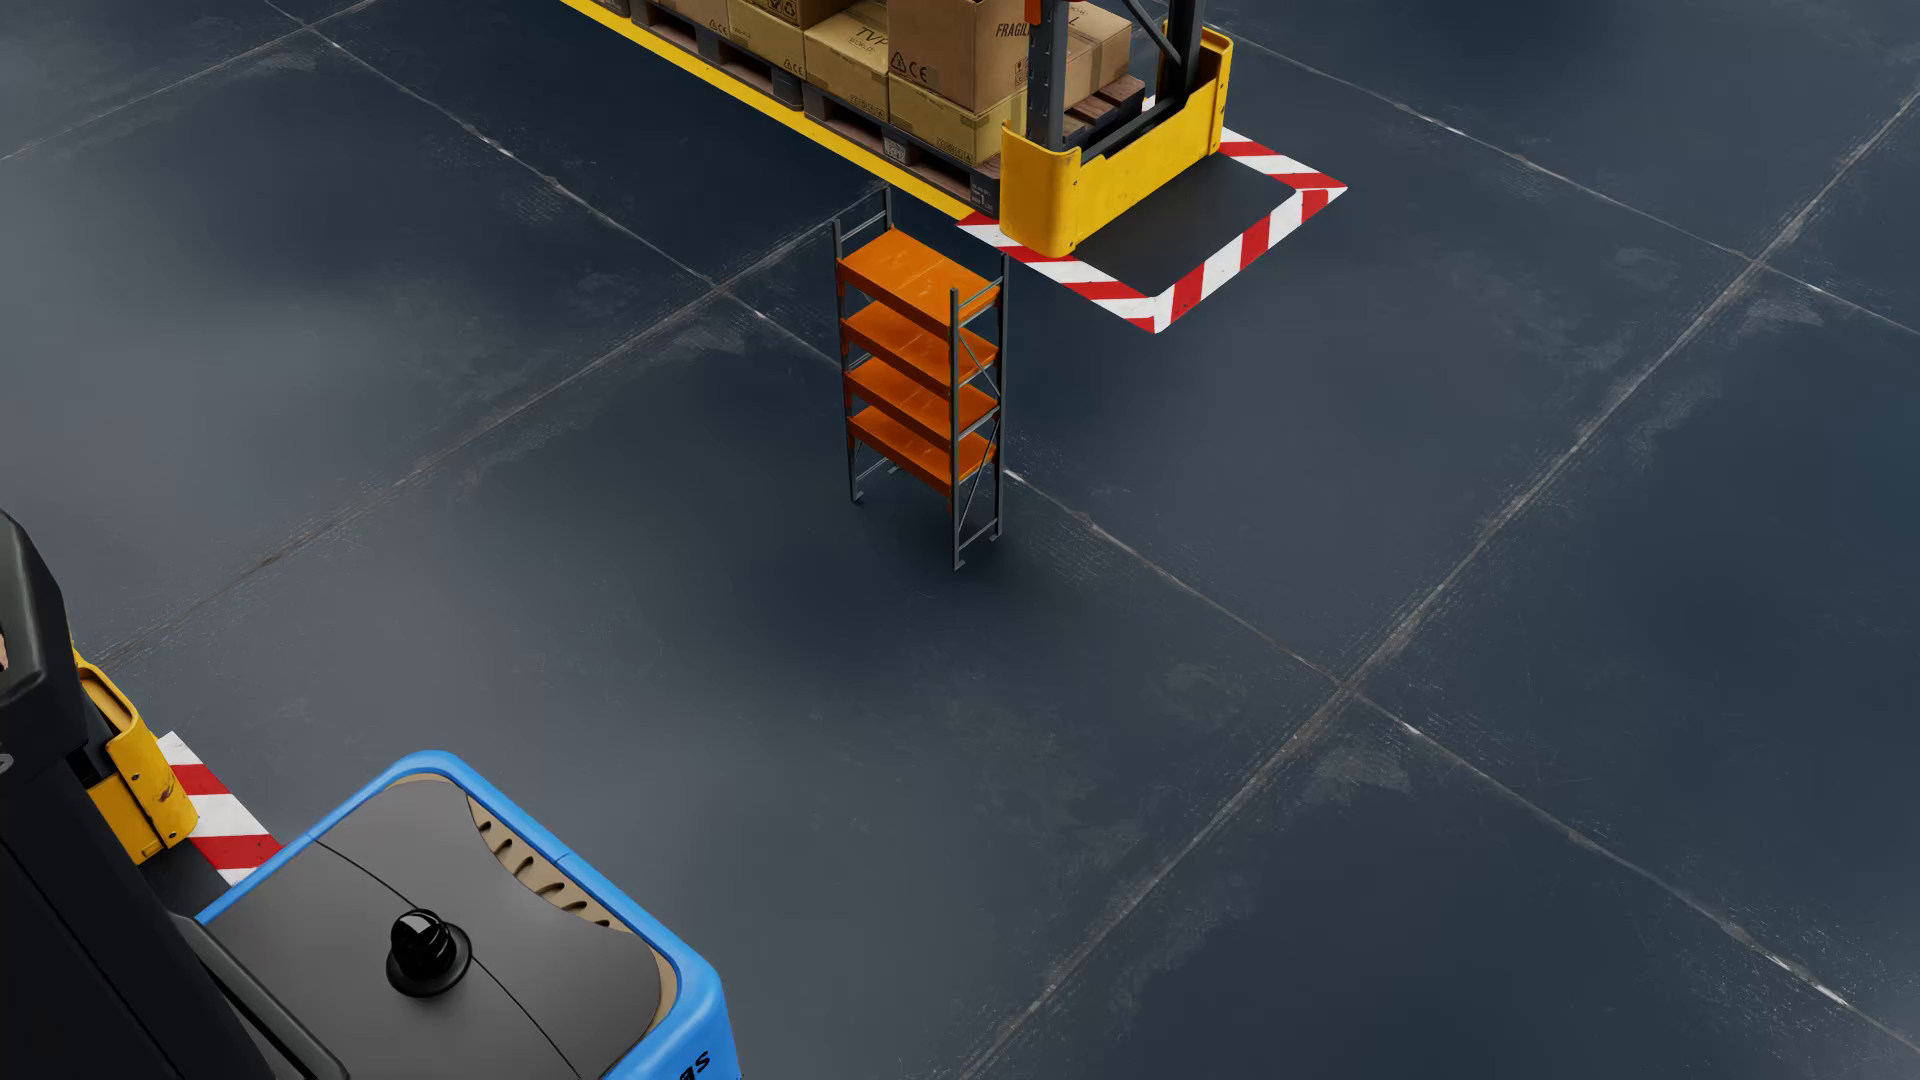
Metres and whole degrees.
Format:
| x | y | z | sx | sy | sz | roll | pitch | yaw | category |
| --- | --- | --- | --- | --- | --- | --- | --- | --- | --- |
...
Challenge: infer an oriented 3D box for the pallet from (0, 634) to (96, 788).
| x | y | z | sx | sy | sz | roll | pitch | yaw | category |
| --- | --- | --- | --- | --- | --- | --- | --- | --- | --- |
| -3.343 | 0.578 | 5.063 | 1.213 | 0.211 | 1.003 | 34 | 55 | 28 | pallet |

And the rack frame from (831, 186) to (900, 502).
| x | y | z | sx | sy | sz | roll | pitch | yaw | category |
| --- | --- | --- | --- | --- | --- | --- | --- | --- | --- |
| -0.301 | -0.613 | 5.503 | 0.015 | 1.200 | 0.240 | 34 | 55 | 28 | rack frame |

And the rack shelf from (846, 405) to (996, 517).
| x | y | z | sx | sy | sz | roll | pitch | yaw | category |
| --- | --- | --- | --- | --- | --- | --- | --- | --- | --- |
| -0.122 | -0.311 | 5.583 | 0.480 | 0.148 | 0.258 | 34 | 55 | 28 | rack shelf |

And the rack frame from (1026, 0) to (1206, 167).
| x | y | z | sx | sy | sz | roll | pitch | yaw | category |
| --- | --- | --- | --- | --- | --- | --- | --- | --- | --- |
| 0.643 | -2.574 | 6.109 | 0.127 | 3.000 | 1.000 | 34 | 55 | 28 | rack frame |

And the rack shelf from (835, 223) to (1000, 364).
| x | y | z | sx | sy | sz | roll | pitch | yaw | category |
| --- | --- | --- | --- | --- | --- | --- | --- | --- | --- |
| -0.122 | -0.762 | 5.103 | 0.480 | 0.148 | 0.258 | 34 | 55 | 28 | rack shelf |

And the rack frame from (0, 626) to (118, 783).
| x | y | z | sx | sy | sz | roll | pitch | yaw | category |
| --- | --- | --- | --- | --- | --- | --- | --- | --- | --- |
| -2.714 | 0.081 | 3.616 | 0.127 | 3.000 | 1.000 | 34 | 55 | 28 | rack frame |

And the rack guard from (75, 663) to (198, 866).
| x | y | z | sx | sy | sz | roll | pitch | yaw | category |
| --- | --- | --- | --- | --- | --- | --- | --- | --- | --- |
| -2.770 | 0.900 | 4.563 | 0.348 | 0.500 | 1.175 | 34 | 55 | 28 | rack guard |

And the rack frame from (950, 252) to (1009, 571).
| x | y | z | sx | sy | sz | roll | pitch | yaw | category |
| --- | --- | --- | --- | --- | --- | --- | --- | --- | --- |
| 0.058 | -0.372 | 5.276 | 0.015 | 1.200 | 0.240 | 34 | 55 | 28 | rack frame |

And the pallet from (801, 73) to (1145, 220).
| x | y | z | sx | sy | sz | roll | pitch | yaw | category |
| --- | --- | --- | --- | --- | --- | --- | --- | --- | --- |
| 0.053 | -1.975 | 7.460 | 1.213 | 0.211 | 1.003 | 34 | 55 | 28 | pallet |

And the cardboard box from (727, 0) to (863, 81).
| x | y | z | sx | sy | sz | roll | pitch | yaw | category |
| --- | --- | --- | --- | --- | --- | --- | --- | --- | --- |
| -0.695 | -2.371 | 7.516 | 0.500 | 0.250 | 0.500 | 34 | 55 | 28 | cardboard box |

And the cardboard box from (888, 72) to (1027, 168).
| x | y | z | sx | sy | sz | roll | pitch | yaw | category |
| --- | --- | --- | --- | --- | --- | --- | --- | --- | --- |
| 0.049 | -1.884 | 7.059 | 0.500 | 0.250 | 0.500 | 34 | 55 | 28 | cardboard box |

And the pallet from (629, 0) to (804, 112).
| x | y | z | sx | sy | sz | roll | pitch | yaw | category |
| --- | --- | --- | --- | --- | --- | --- | --- | --- | --- |
| -0.839 | -2.579 | 8.026 | 1.213 | 0.211 | 1.003 | 34 | 55 | 28 | pallet |

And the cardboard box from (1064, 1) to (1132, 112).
| x | y | z | sx | sy | sz | roll | pitch | yaw | category |
| --- | --- | --- | --- | --- | --- | --- | --- | --- | --- |
| 0.400 | -2.161 | 7.320 | 0.500 | 0.250 | 0.500 | 34 | 55 | 28 | cardboard box |

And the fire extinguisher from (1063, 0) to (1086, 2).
| x | y | z | sx | sy | sz | roll | pitch | yaw | category |
| --- | --- | --- | --- | --- | --- | --- | --- | --- | --- |
| 0.415 | -2.240 | 5.849 | 0.183 | 0.674 | 0.296 | 34 | 55 | 28 | fire extinguisher |

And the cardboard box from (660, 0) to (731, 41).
| x | y | z | sx | sy | sz | roll | pitch | yaw | category |
| --- | --- | --- | --- | --- | --- | --- | --- | --- | --- |
| -1.062 | -2.619 | 7.749 | 0.500 | 0.250 | 0.500 | 34 | 55 | 28 | cardboard box |

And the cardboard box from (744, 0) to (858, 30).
| x | y | z | sx | sy | sz | roll | pitch | yaw | category |
| --- | --- | --- | --- | --- | --- | --- | --- | --- | --- |
| -0.697 | -2.626 | 7.241 | 0.500 | 0.500 | 0.500 | 34 | 55 | 28 | cardboard box |

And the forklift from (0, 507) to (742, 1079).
| x | y | z | sx | sy | sz | roll | pitch | yaw | category |
| --- | --- | --- | --- | --- | --- | --- | --- | --- | --- |
| -1.805 | 1.243 | 2.572 | 1.130 | 2.935 | 3.031 | 31 | 54 | 26 | forklift |

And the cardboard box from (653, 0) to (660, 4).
| x | y | z | sx | sy | sz | roll | pitch | yaw | category |
| --- | --- | --- | --- | --- | --- | --- | --- | --- | --- |
| -1.433 | -2.863 | 7.978 | 0.500 | 0.250 | 0.500 | 34 | 55 | 28 | cardboard box |

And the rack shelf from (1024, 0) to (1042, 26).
| x | y | z | sx | sy | sz | roll | pitch | yaw | category |
| --- | --- | --- | --- | --- | --- | --- | --- | --- | --- |
| -0.826 | -3.317 | 7.300 | 4.000 | 0.370 | 1.077 | 34 | 55 | 28 | rack shelf |

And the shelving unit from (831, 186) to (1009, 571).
| x | y | z | sx | sy | sz | roll | pitch | yaw | category |
| --- | --- | --- | --- | --- | --- | --- | --- | --- | --- |
| -0.122 | -0.493 | 5.389 | 0.503 | 1.200 | 0.258 | 34 | 55 | 28 | shelving unit |

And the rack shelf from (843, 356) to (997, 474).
| x | y | z | sx | sy | sz | roll | pitch | yaw | category |
| --- | --- | --- | --- | --- | --- | --- | --- | --- | --- |
| -0.122 | -0.446 | 5.438 | 0.480 | 0.148 | 0.258 | 34 | 55 | 28 | rack shelf |

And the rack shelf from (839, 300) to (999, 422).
| x | y | z | sx | sy | sz | roll | pitch | yaw | category |
| --- | --- | --- | --- | --- | --- | --- | --- | --- | --- |
| -0.122 | -0.600 | 5.275 | 0.480 | 0.148 | 0.258 | 34 | 55 | 28 | rack shelf |

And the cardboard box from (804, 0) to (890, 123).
| x | y | z | sx | sy | sz | roll | pitch | yaw | category |
| --- | --- | --- | --- | --- | --- | --- | --- | --- | --- |
| -0.327 | -2.124 | 7.285 | 0.500 | 0.250 | 0.500 | 34 | 55 | 28 | cardboard box |

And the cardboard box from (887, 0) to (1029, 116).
| x | y | z | sx | sy | sz | roll | pitch | yaw | category |
| --- | --- | --- | --- | --- | --- | --- | --- | --- | --- |
| 0.047 | -2.139 | 6.785 | 0.500 | 0.500 | 0.500 | 34 | 55 | 28 | cardboard box |

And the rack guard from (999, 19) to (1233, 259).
| x | y | z | sx | sy | sz | roll | pitch | yaw | category |
| --- | --- | --- | --- | --- | --- | --- | --- | --- | --- |
| 0.661 | -1.707 | 7.010 | 0.348 | 0.500 | 1.175 | 34 | 55 | 28 | rack guard |

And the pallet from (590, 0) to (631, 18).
| x | y | z | sx | sy | sz | roll | pitch | yaw | category |
| --- | --- | --- | --- | --- | --- | --- | --- | --- | --- |
| -1.740 | -3.182 | 8.593 | 1.213 | 0.211 | 1.003 | 34 | 55 | 28 | pallet |
